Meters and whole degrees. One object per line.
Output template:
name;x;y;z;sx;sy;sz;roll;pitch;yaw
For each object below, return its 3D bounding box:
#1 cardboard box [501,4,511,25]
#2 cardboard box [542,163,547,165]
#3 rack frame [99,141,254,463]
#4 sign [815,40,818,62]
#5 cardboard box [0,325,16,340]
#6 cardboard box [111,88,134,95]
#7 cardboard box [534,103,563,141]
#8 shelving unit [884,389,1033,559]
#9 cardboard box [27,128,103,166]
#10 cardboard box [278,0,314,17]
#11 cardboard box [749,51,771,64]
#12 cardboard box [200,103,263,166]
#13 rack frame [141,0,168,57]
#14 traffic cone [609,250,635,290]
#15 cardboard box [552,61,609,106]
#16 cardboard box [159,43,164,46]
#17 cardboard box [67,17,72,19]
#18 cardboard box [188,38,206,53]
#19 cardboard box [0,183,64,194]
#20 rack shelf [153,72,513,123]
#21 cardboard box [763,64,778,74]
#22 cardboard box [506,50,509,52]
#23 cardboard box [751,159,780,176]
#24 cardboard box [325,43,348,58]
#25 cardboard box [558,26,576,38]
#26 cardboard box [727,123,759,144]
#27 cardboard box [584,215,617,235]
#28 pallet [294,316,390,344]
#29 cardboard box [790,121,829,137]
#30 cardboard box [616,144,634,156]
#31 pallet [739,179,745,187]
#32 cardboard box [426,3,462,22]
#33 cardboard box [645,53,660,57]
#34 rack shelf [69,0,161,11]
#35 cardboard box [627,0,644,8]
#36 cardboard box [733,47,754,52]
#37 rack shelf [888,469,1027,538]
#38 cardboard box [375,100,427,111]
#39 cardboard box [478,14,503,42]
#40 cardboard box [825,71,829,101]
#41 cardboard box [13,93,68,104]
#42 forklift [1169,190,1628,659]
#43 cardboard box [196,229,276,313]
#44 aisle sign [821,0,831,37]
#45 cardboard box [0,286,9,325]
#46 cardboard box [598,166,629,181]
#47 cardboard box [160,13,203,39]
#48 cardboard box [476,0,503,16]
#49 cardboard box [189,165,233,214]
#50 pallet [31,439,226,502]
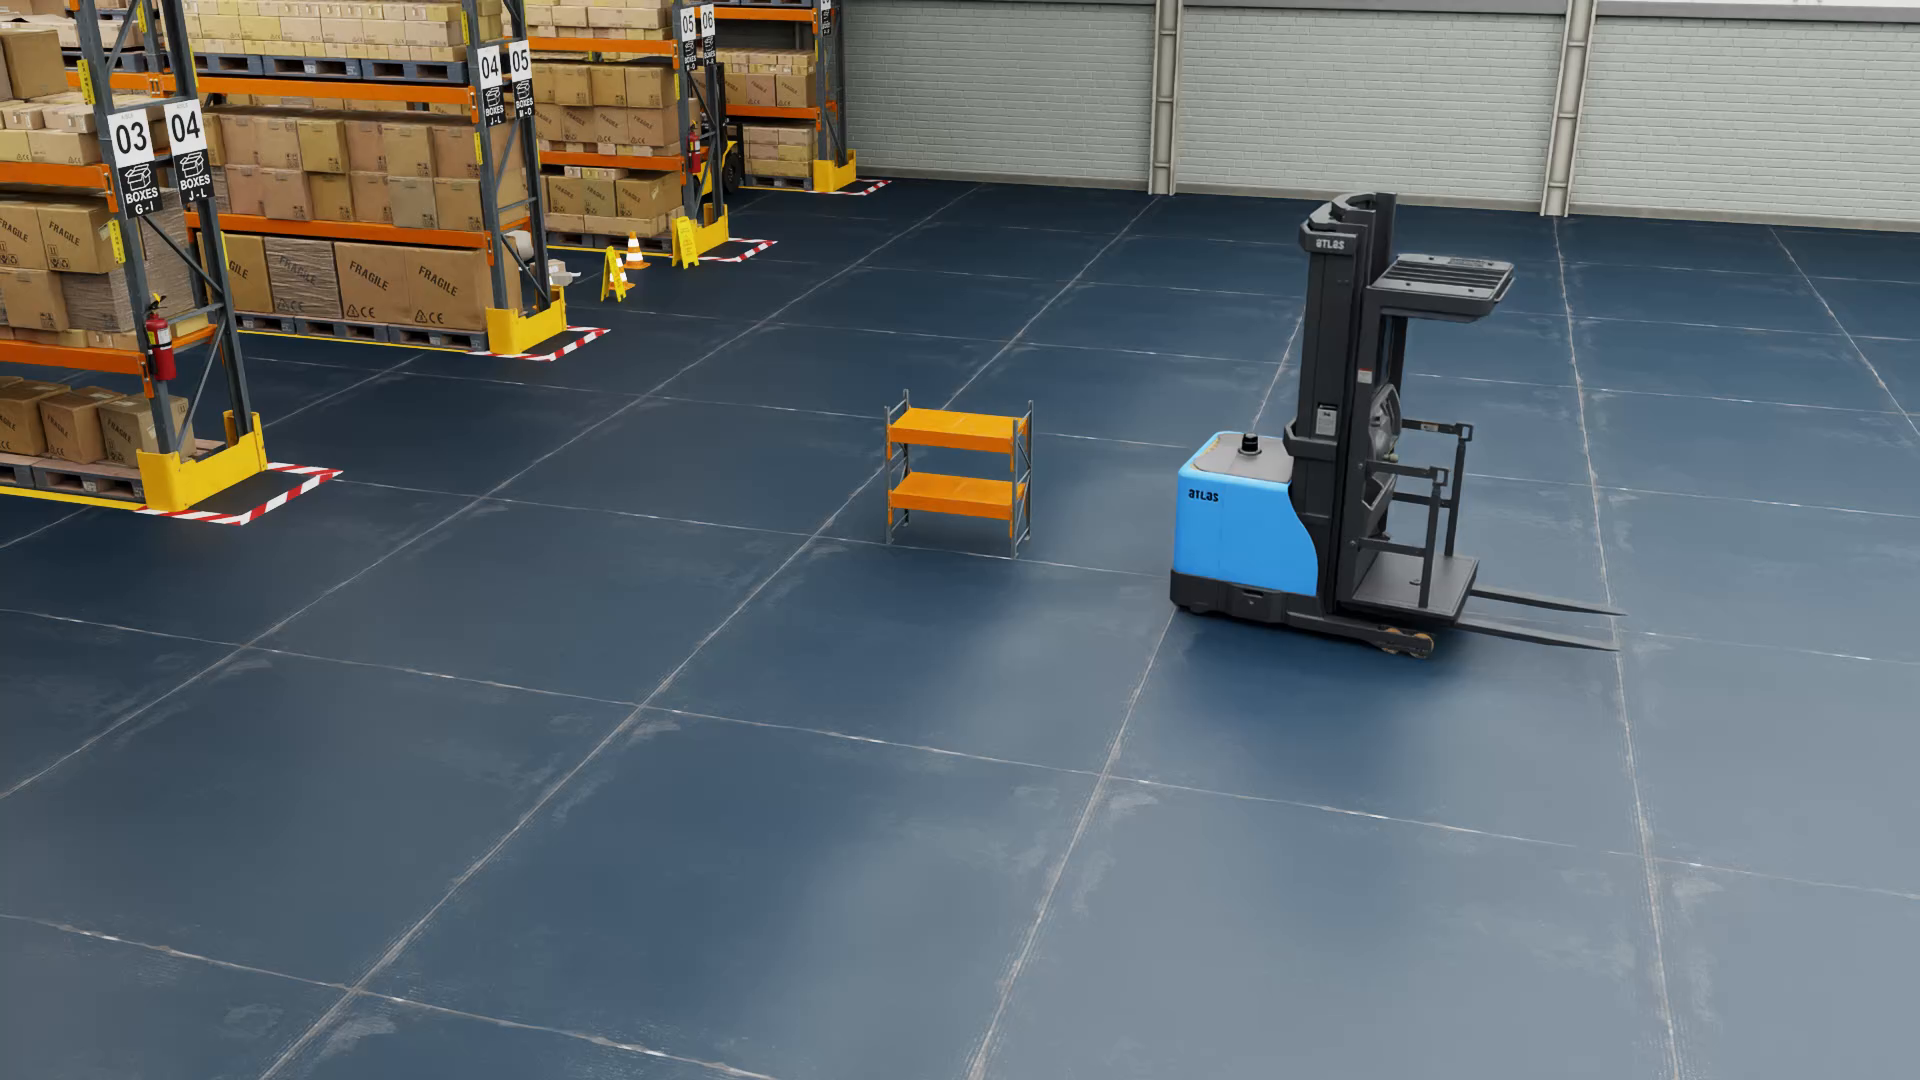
cardboard box;-6.027;-7.069;22.309;0.500;0.250;0.500;7;23;16
cardboard box;-6.210;-5.120;23.786;0.500;0.500;0.500;7;23;16
rack frame;-6.375;-1.834;13.694;0.127;3.000;1.000;7;23;16
sign;-2.252;-7.688;26.128;0.005;0.325;0.100;7;23;16
cardboard box;-7.909;-1.805;13.955;0.250;0.149;0.380;7;23;16
cardboard box;-12.235;-6.836;24.438;0.500;0.500;0.500;7;23;16
cardboard box;-5.547;-5.753;22.725;0.500;0.500;0.500;7;23;16
shelving unit;-0.006;-0.521;12.963;1.048;1.125;0.538;7;23;16
cardboard box;-6.910;-3.113;13.057;0.500;0.250;0.500;7;23;17
cardboard box;-6.968;-5.615;17.553;0.250;0.149;0.380;6;23;15
cardboard box;-3.206;-7.774;26.797;0.250;0.149;0.380;7;23;16
cardboard box;-8.332;-4.580;18.767;0.550;0.550;0.875;7;23;16
rack frame;-8.675;-6.839;17.991;0.127;3.000;1.000;7;23;16
traffic cone;-4.292;-3.399;20.852;0.334;0.463;0.336;7;23;16
cardboard box;-5.065;-6.135;22.337;0.500;0.500;0.700;6;23;15
cardboard box;-14.919;-9.229;30.540;0.500;0.500;0.500;6;23;14
cardboard box;-10.405;-5.912;19.175;0.258;0.266;0.396;7;23;16
cardboard box;-8.176;-5.385;18.044;0.250;0.149;0.380;7;23;16
cardboard box;-7.778;-2.752;14.090;0.500;0.500;0.500;7;23;16
rack shelf;-6.760;-4.900;18.162;4.000;0.370;1.077;7;23;16
cardboard box;-2.979;-7.589;26.738;0.250;0.149;0.380;7;23;17
cardboard box;-7.632;-8.324;28.529;0.250;0.149;0.380;7;23;16
cardboard box;-3.096;-6.156;27.299;0.500;0.250;0.500;7;23;15
cardboard box;-6.478;-5.190;17.569;0.250;0.149;0.380;7;23;16
cardboard box;-5.152;-6.794;22.165;0.250;0.149;0.380;6;23;14
cardboard box;-3.589;-6.666;27.226;0.500;0.250;0.500;7;23;16
cardboard box;-4.857;-4.408;23.037;0.500;0.250;0.500;7;23;16
pallet;-6.798;-2.529;19.062;1.213;0.211;1.003;7;23;15
cardboard box;-2.487;-6.745;27.418;0.500;0.250;0.500;6;23;15
cardboard box;-4.446;-5.305;22.487;0.250;0.149;0.380;6;23;15
pallet;-3.990;-6.152;27.894;1.213;0.211;1.003;7;23;15
cardboard box;-5.266;-5.420;17.079;0.250;0.149;0.380;7;23;16
cardboard box;-4.952;-7.932;27.182;0.250;0.149;0.380;7;23;17
rack shelf;-8.290;-4.495;13.227;4.000;0.370;1.077;7;23;16
cardboard box;-4.157;-7.047;21.731;0.250;0.149;0.380;7;23;16
cardboard box;-3.554;-8.019;27.393;0.250;0.149;0.380;6;23;14
rack shelf;-0.006;-0.295;13.056;1.000;0.278;0.538;7;23;16
cardboard box;-7.850;-6.219;23.306;0.500;0.500;0.500;6;23;15
cardboard box;-5.233;-5.468;17.721;0.500;0.250;0.500;6;23;15
cardboard box;-2.476;-7.440;27.229;0.500;0.500;0.500;7;23;17
cardboard box;-7.541;-3.582;13.674;0.250;0.149;0.380;6;23;15
forklift;3.066;-0.786;11.230;3.031;2.935;1.130;10;24;23
cardboard box;-8.093;-3.181;19.223;0.875;0.875;0.875;7;23;16
aisle sign;-2.104;-8.328;26.099;0.004;0.787;0.394;7;23;16
cardboard box;-7.873;-2.170;13.989;0.500;0.500;0.875;7;23;16
cardboard box;-4.725;-5.013;22.671;0.250;0.149;0.380;7;23;17
cardboard box;-8.288;-5.605;18.055;0.500;0.250;0.500;7;23;16
cardboard box;-5.073;-5.659;17.660;0.250;0.149;0.380;7;23;16
cardboard box;-8.318;-4.097;19.013;0.550;0.550;0.875;7;23;16
pallet;-7.215;-0.654;14.492;1.213;0.211;1.003;7;23;16
